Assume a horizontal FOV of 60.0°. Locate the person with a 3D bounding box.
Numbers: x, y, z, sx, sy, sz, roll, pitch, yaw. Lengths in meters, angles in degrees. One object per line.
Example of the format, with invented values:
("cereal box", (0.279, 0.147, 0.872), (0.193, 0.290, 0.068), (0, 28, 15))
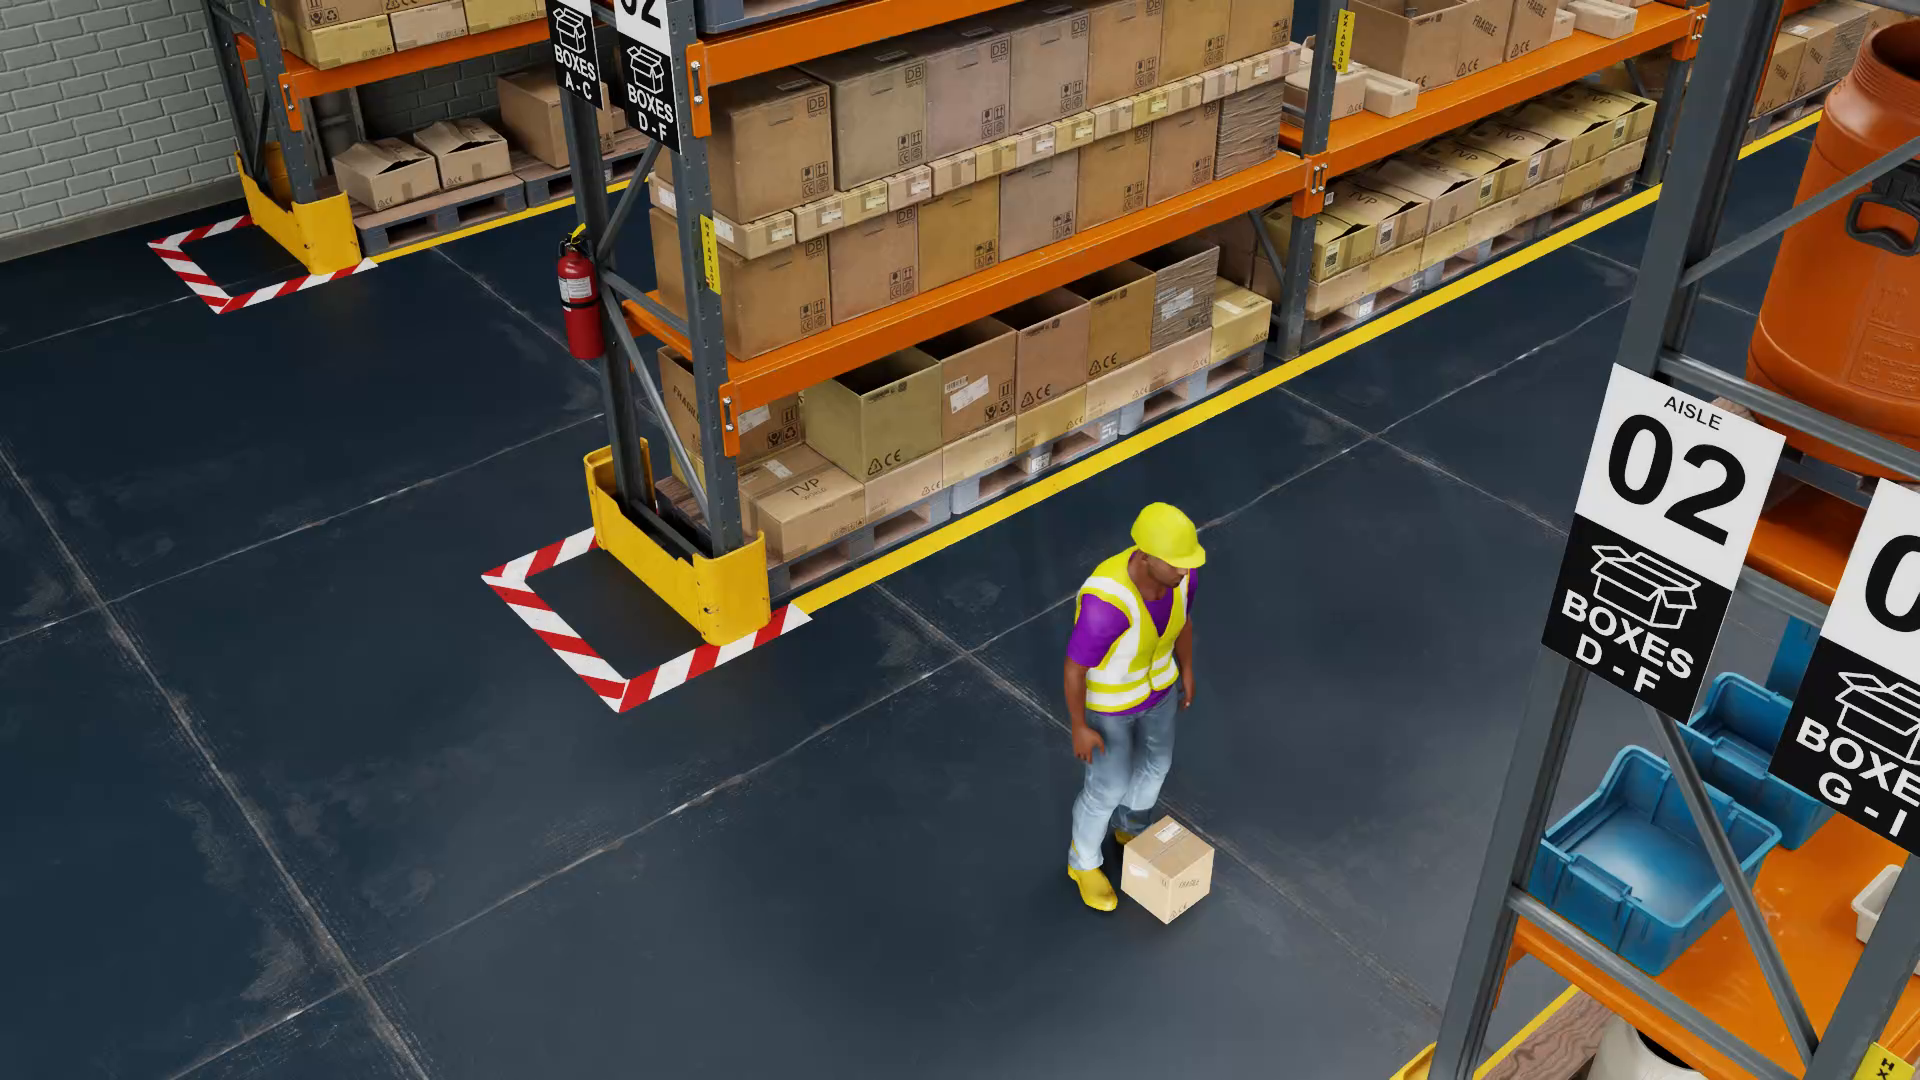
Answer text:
("person", (0.653, 0.589, 6.244), (0.627, 1.760, 0.460), (-26, 43, -31))
